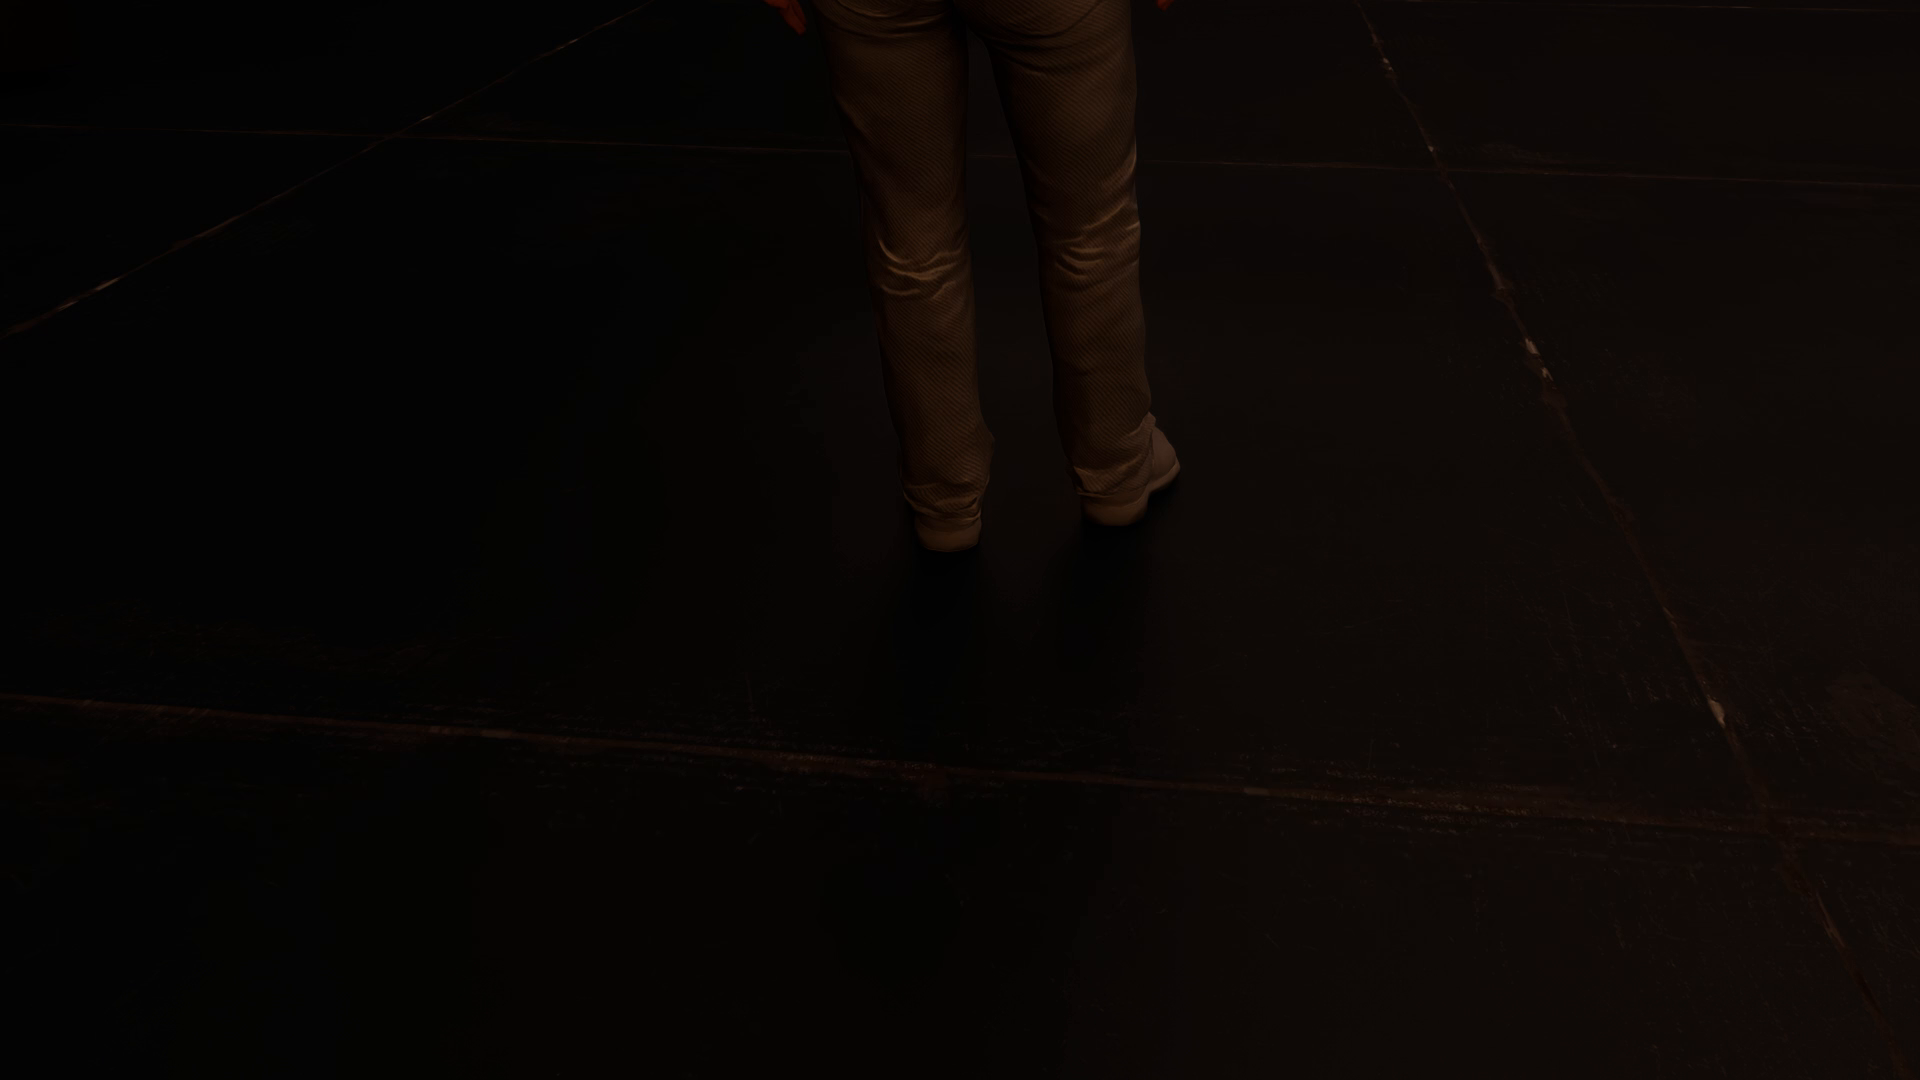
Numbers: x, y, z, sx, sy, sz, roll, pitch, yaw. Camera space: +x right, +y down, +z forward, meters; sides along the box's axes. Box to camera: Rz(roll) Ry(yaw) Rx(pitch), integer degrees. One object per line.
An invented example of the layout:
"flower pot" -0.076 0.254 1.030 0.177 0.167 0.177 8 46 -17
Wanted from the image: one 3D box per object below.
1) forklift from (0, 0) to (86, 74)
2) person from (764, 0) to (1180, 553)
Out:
"forklift" -4.332 -3.136 5.504 3.031 2.935 1.130 23 35 38
"person" 0.015 -0.826 2.157 0.634 1.770 0.566 3 27 7
